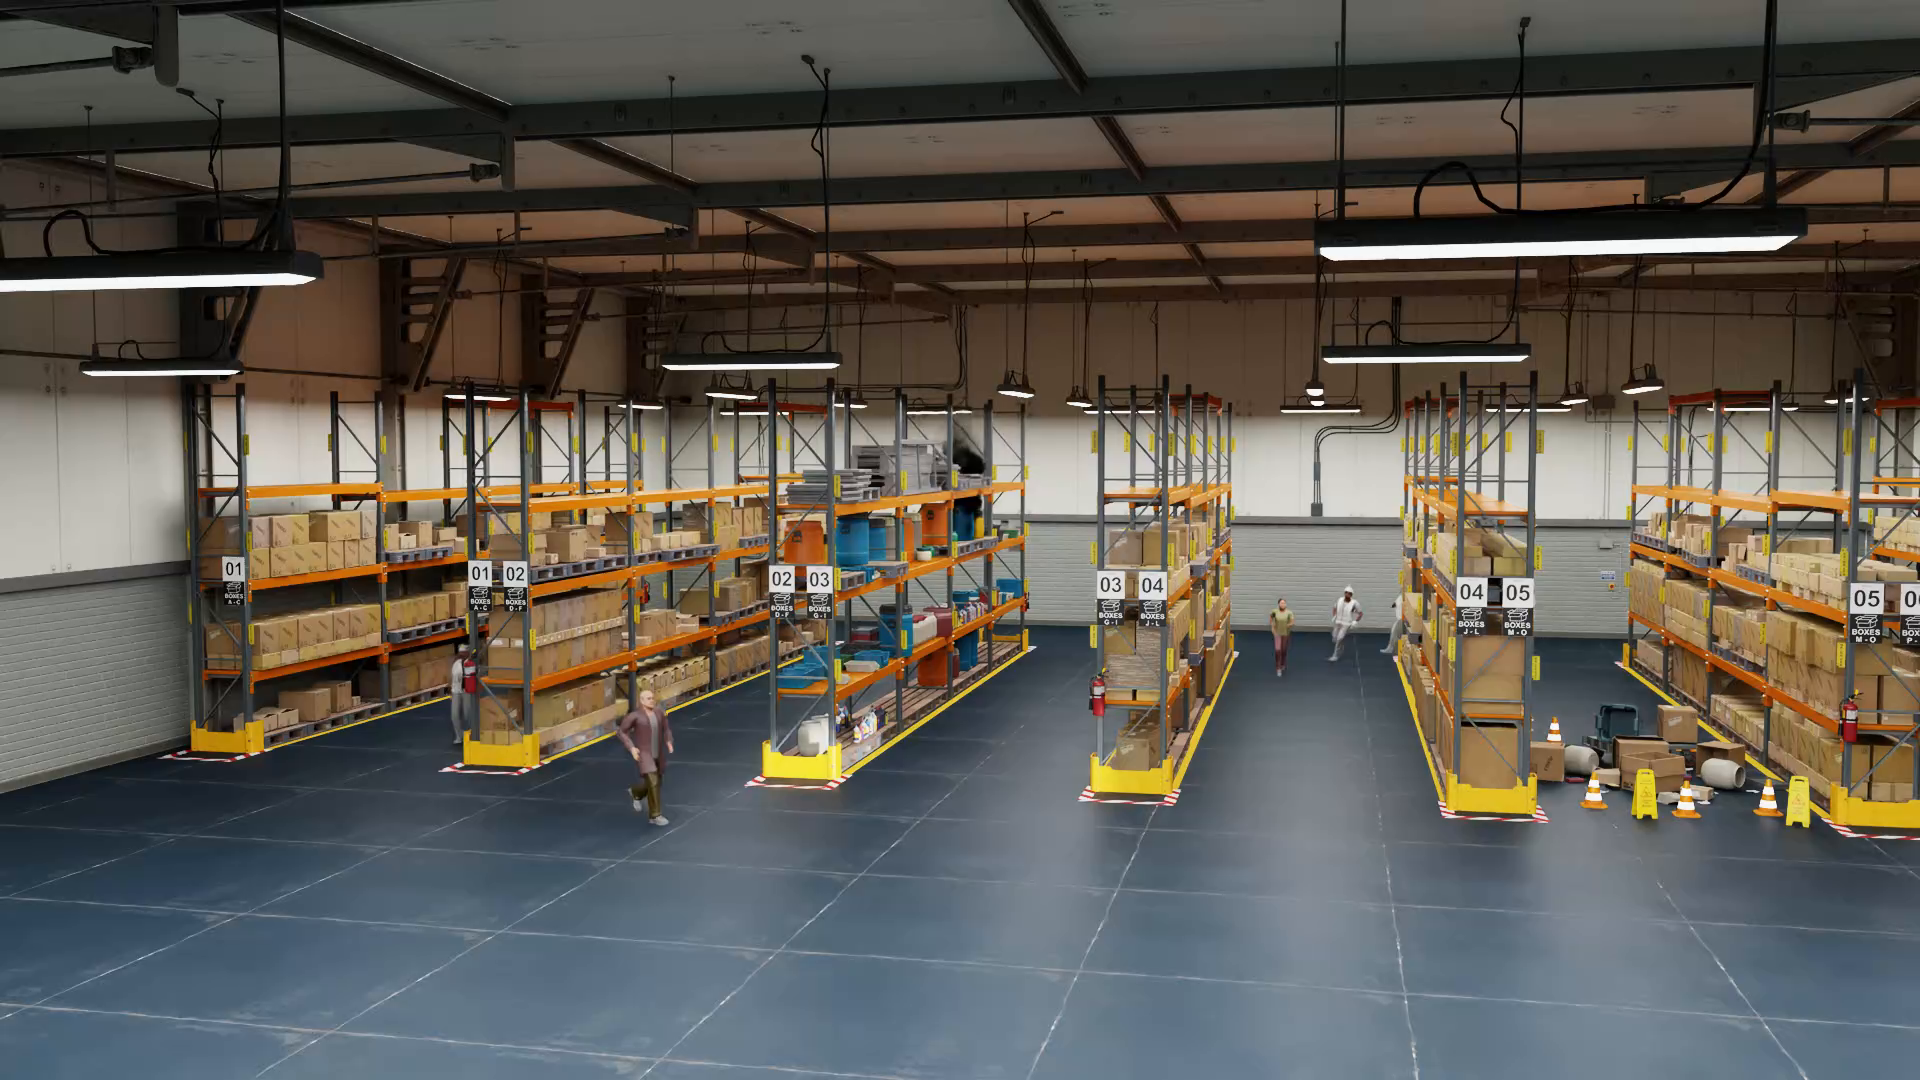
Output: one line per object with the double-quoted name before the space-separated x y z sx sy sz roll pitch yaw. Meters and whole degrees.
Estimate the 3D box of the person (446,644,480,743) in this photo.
"person" -8.369 2.568 28.045 0.581 1.655 0.681 1 3 12

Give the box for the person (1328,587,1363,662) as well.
"person" 8.899 1.949 38.360 0.762 1.740 0.762 3 4 41

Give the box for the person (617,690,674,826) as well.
"person" -4.156 2.858 22.022 0.935 1.750 0.743 3 4 43

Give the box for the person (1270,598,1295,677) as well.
"person" 7.032 2.102 36.296 0.518 1.709 0.861 0 3 4

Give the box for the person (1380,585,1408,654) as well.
"person" 10.512 1.851 39.620 0.979 1.731 0.752 0 3 9
